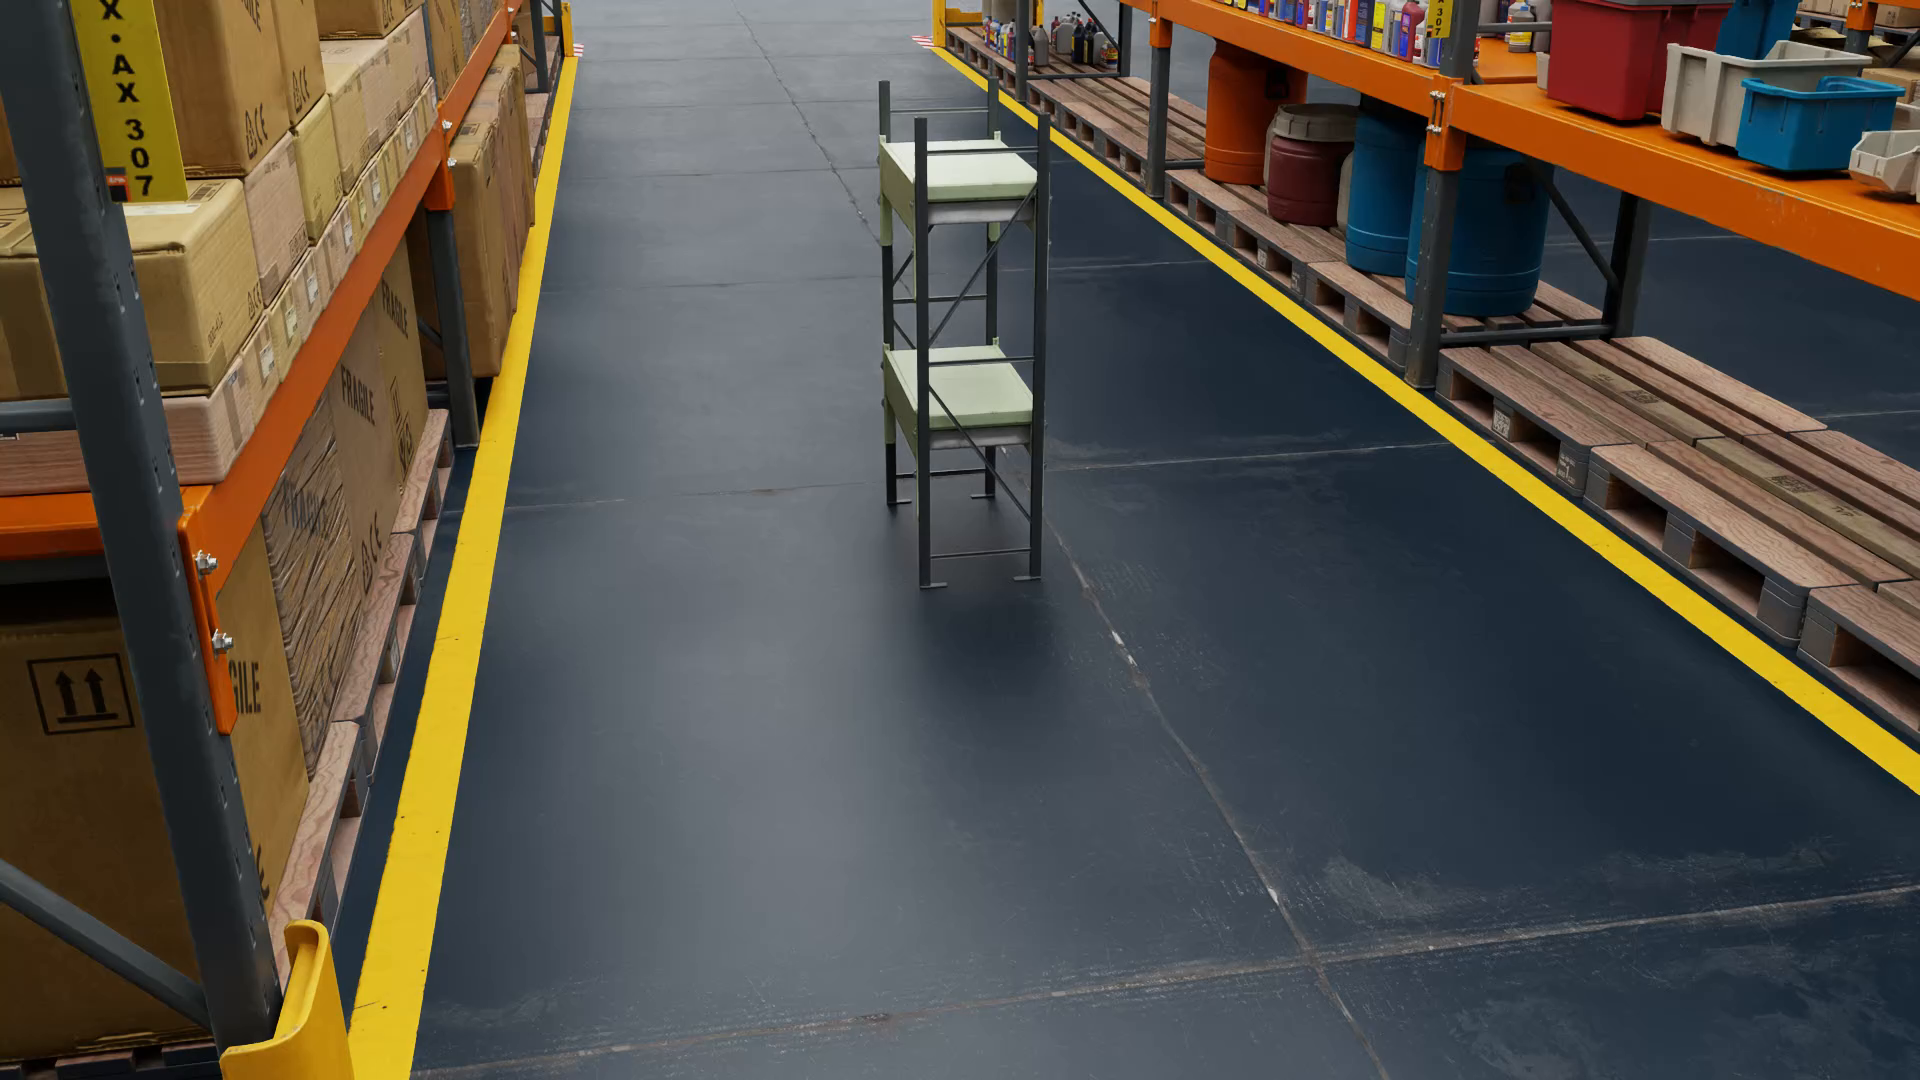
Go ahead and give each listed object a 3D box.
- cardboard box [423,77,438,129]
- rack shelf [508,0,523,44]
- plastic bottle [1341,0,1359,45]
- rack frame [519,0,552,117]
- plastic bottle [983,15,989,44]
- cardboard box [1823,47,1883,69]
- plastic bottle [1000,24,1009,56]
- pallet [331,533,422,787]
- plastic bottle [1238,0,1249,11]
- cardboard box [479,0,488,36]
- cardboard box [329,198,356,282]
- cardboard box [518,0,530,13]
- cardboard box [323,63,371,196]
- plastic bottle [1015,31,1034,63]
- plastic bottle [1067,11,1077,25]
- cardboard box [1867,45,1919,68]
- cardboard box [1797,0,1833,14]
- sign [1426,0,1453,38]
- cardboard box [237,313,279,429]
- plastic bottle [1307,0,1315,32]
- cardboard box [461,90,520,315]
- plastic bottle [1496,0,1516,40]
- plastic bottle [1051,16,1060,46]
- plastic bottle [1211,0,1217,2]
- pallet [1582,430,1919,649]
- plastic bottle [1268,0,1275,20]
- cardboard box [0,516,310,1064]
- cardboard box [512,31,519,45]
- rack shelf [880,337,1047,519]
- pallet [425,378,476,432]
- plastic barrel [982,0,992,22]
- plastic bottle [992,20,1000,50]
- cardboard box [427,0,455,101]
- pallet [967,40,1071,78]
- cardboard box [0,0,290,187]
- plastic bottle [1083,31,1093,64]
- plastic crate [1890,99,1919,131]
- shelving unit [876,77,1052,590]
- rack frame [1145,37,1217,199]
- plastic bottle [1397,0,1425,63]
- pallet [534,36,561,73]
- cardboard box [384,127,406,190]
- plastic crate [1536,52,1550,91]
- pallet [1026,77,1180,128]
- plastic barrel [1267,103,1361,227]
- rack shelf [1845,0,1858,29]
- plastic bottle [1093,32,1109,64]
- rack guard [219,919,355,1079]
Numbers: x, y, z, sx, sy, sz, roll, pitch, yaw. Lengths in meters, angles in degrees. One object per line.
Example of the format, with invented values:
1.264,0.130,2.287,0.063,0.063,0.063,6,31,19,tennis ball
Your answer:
-2.027,-1.508,5.768,0.380,0.149,0.250,-4,24,-9,cardboard box
-3.515,-3.749,11.484,1.077,0.370,4.000,-4,24,-10,rack shelf
1.911,-2.501,7.884,0.152,0.276,0.135,-4,24,-10,plastic bottle
-3.884,-4.865,13.142,1.000,3.000,0.127,-4,24,-10,rack frame
0.272,-5.020,16.356,0.097,0.271,0.097,0,24,0,plastic bottle
6.253,-3.401,11.999,0.500,0.311,0.500,-4,24,-8,cardboard box
0.459,-4.684,15.580,0.152,0.276,0.135,-4,24,-9,plastic bottle
-2.112,0.345,4.696,1.003,0.211,1.213,-4,24,-10,pallet
1.593,-3.082,9.205,0.061,0.283,0.133,-4,24,-10,plastic bottle
-2.624,-2.761,8.200,0.500,0.500,0.500,-5,24,-11,cardboard box
-1.647,-0.700,3.918,0.380,0.149,0.250,-5,24,-10,cardboard box
-4.284,-4.758,15.496,0.500,0.500,0.500,-2,24,-5,cardboard box
-1.782,-1.028,4.172,0.500,0.250,0.500,-5,24,-11,cardboard box
0.581,-4.451,14.954,0.144,0.351,0.185,-5,24,-11,plastic bottle
1.094,-4.882,15.941,0.144,0.351,0.185,-3,24,-8,plastic bottle
6.783,-3.441,12.090,0.500,0.311,0.500,-4,24,-8,cardboard box
10.019,-6.229,19.074,0.500,0.311,0.500,-7,25,-16,cardboard box
1.921,-2.172,6.629,0.100,0.325,0.005,-4,24,-10,sign
-1.456,-0.295,2.991,0.380,0.149,0.250,-5,24,-11,cardboard box
1.795,-2.655,8.329,0.097,0.201,0.097,0,24,0,plastic bottle
-2.709,-1.539,7.656,1.225,0.875,0.875,-5,24,-12,cardboard box
2.650,-2.557,8.002,0.061,0.283,0.133,-4,24,-10,plastic bottle
0.929,-4.963,16.209,0.061,0.283,0.133,-4,24,-10,plastic bottle
1.501,-3.278,9.654,0.061,0.283,0.133,-4,24,-10,plastic bottle
2.866,-0.040,5.578,1.003,0.211,1.213,-4,24,-10,pallet
1.693,-2.903,8.811,0.097,0.271,0.097,0,24,0,plastic bottle
-1.862,0.390,3.238,0.875,0.875,0.875,-4,24,-10,cardboard box
-3.792,-3.678,12.997,0.700,0.500,0.500,-6,24,-14,cardboard box
-0.001,-0.391,5.586,0.431,0.370,0.720,-4,24,-10,rack shelf
-2.622,-0.738,7.177,1.003,0.211,1.213,-4,24,-10,pallet
0.440,-5.604,17.418,0.421,0.512,0.421,0,24,0,plastic barrel
0.354,-4.846,15.957,0.097,0.271,0.097,0,24,0,plastic bottle
-2.244,-1.964,6.373,0.500,0.500,0.500,-4,24,-10,cardboard box
0.671,-4.702,16.252,1.003,0.211,1.213,-4,24,-10,pallet
-1.581,-0.962,3.083,0.500,0.500,0.500,-5,24,-11,cardboard box
1.164,-4.463,15.066,0.061,0.283,0.133,-4,24,-10,plastic bottle
3.080,-1.329,5.300,0.293,0.136,0.466,-4,24,-10,plastic crate
-0.001,-0.690,5.456,0.431,1.500,0.755,-4,24,-10,shelving unit
1.723,-3.658,10.379,1.000,3.000,0.127,-4,24,-10,rack frame
1.984,-2.250,7.300,0.061,0.283,0.133,-4,24,-10,plastic bottle
-4.495,-4.809,16.496,1.003,0.211,1.213,-4,24,-10,pallet
-1.836,-1.103,4.841,0.380,0.149,0.250,-4,24,-9,cardboard box
2.408,-1.798,6.374,0.396,0.136,0.243,-4,24,-10,plastic crate
1.166,-3.648,13.838,1.003,0.211,1.213,-4,24,-10,pallet
2.039,-2.110,9.322,0.600,0.588,0.708,-4,24,-10,plastic barrel
6.222,-4.480,13.160,1.077,0.370,4.000,-4,24,-10,rack shelf
1.268,-4.468,15.086,0.152,0.276,0.135,-3,24,-8,plastic bottle
-1.661,1.010,2.813,1.175,0.500,0.348,-4,24,-10,rack guard
